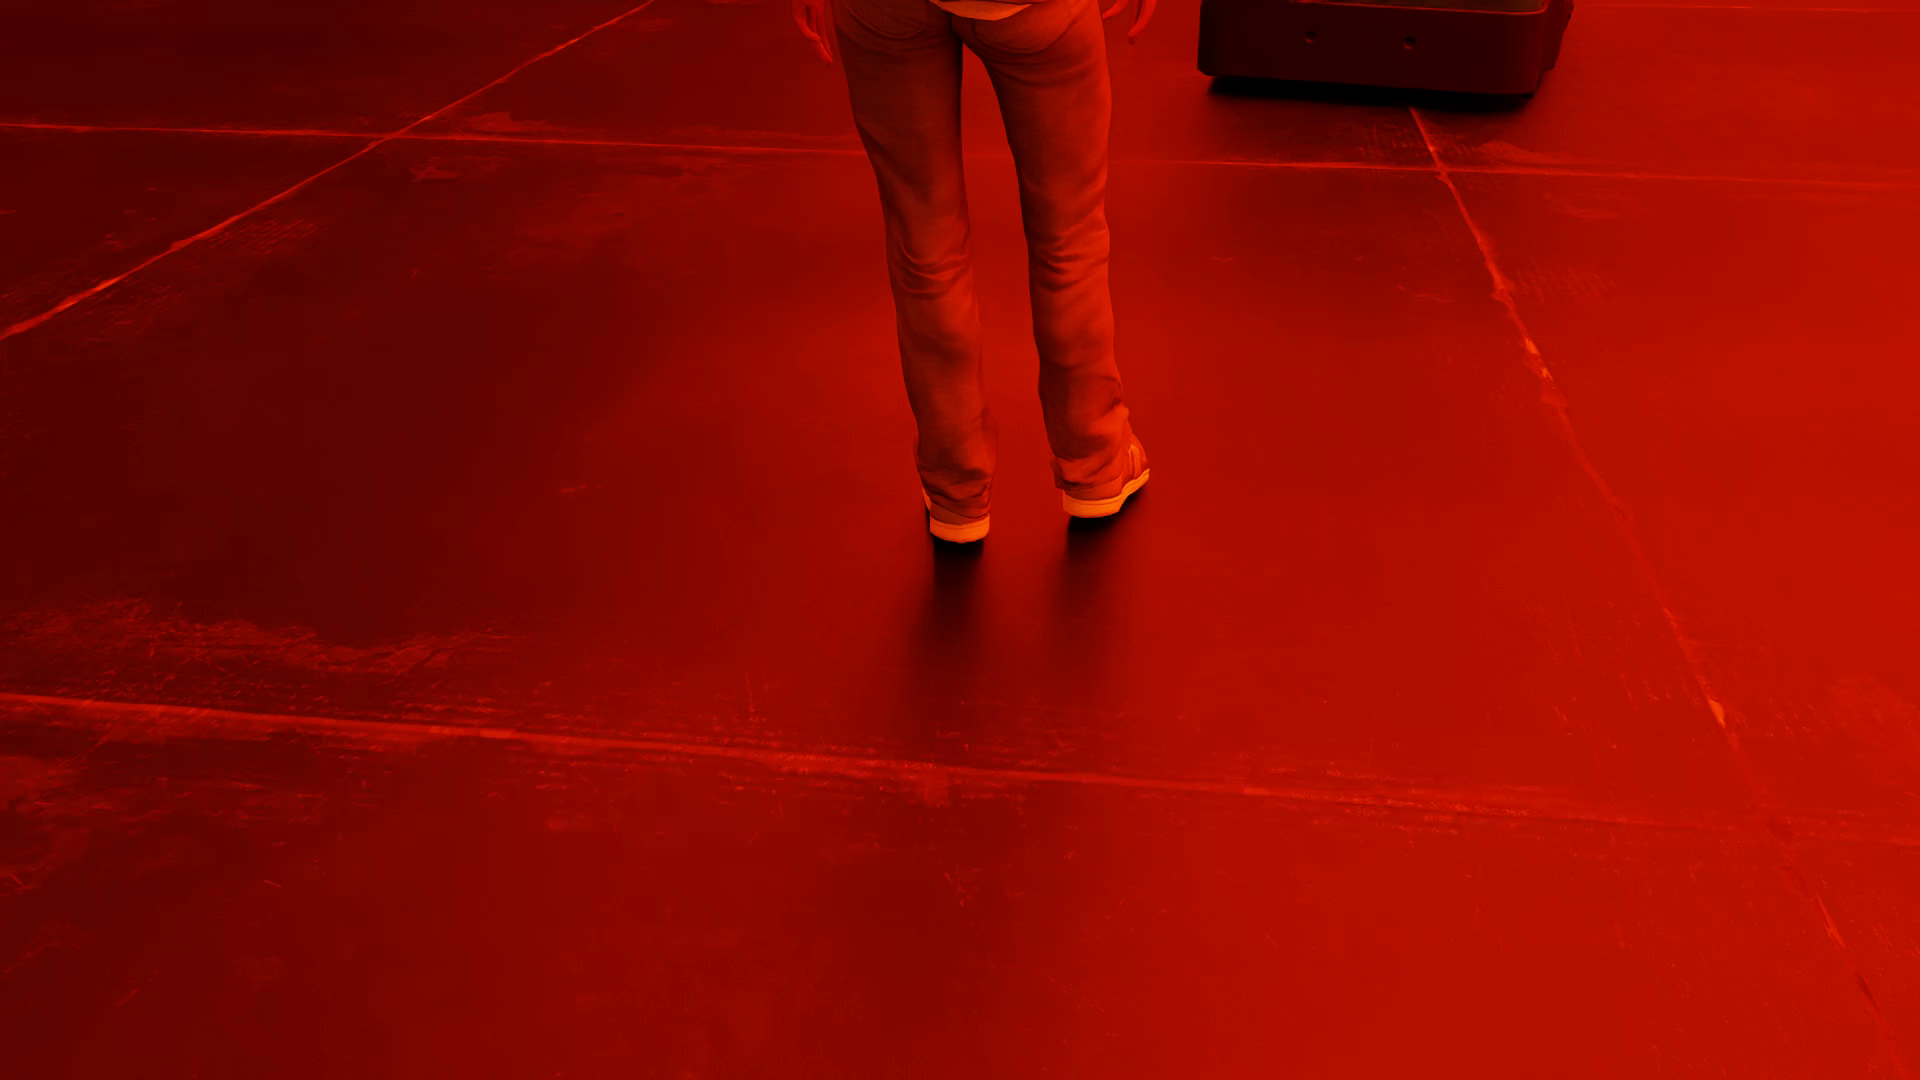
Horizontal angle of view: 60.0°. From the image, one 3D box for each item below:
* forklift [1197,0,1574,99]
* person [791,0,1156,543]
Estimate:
[{"bbox_3d":[1.774,-3.296,5.824,1.130,2.935,3.031,10,28,19],"label":"forklift"},{"bbox_3d":[0.024,-0.753,2.204,0.520,1.597,0.475,3,27,7],"label":"person"}]
